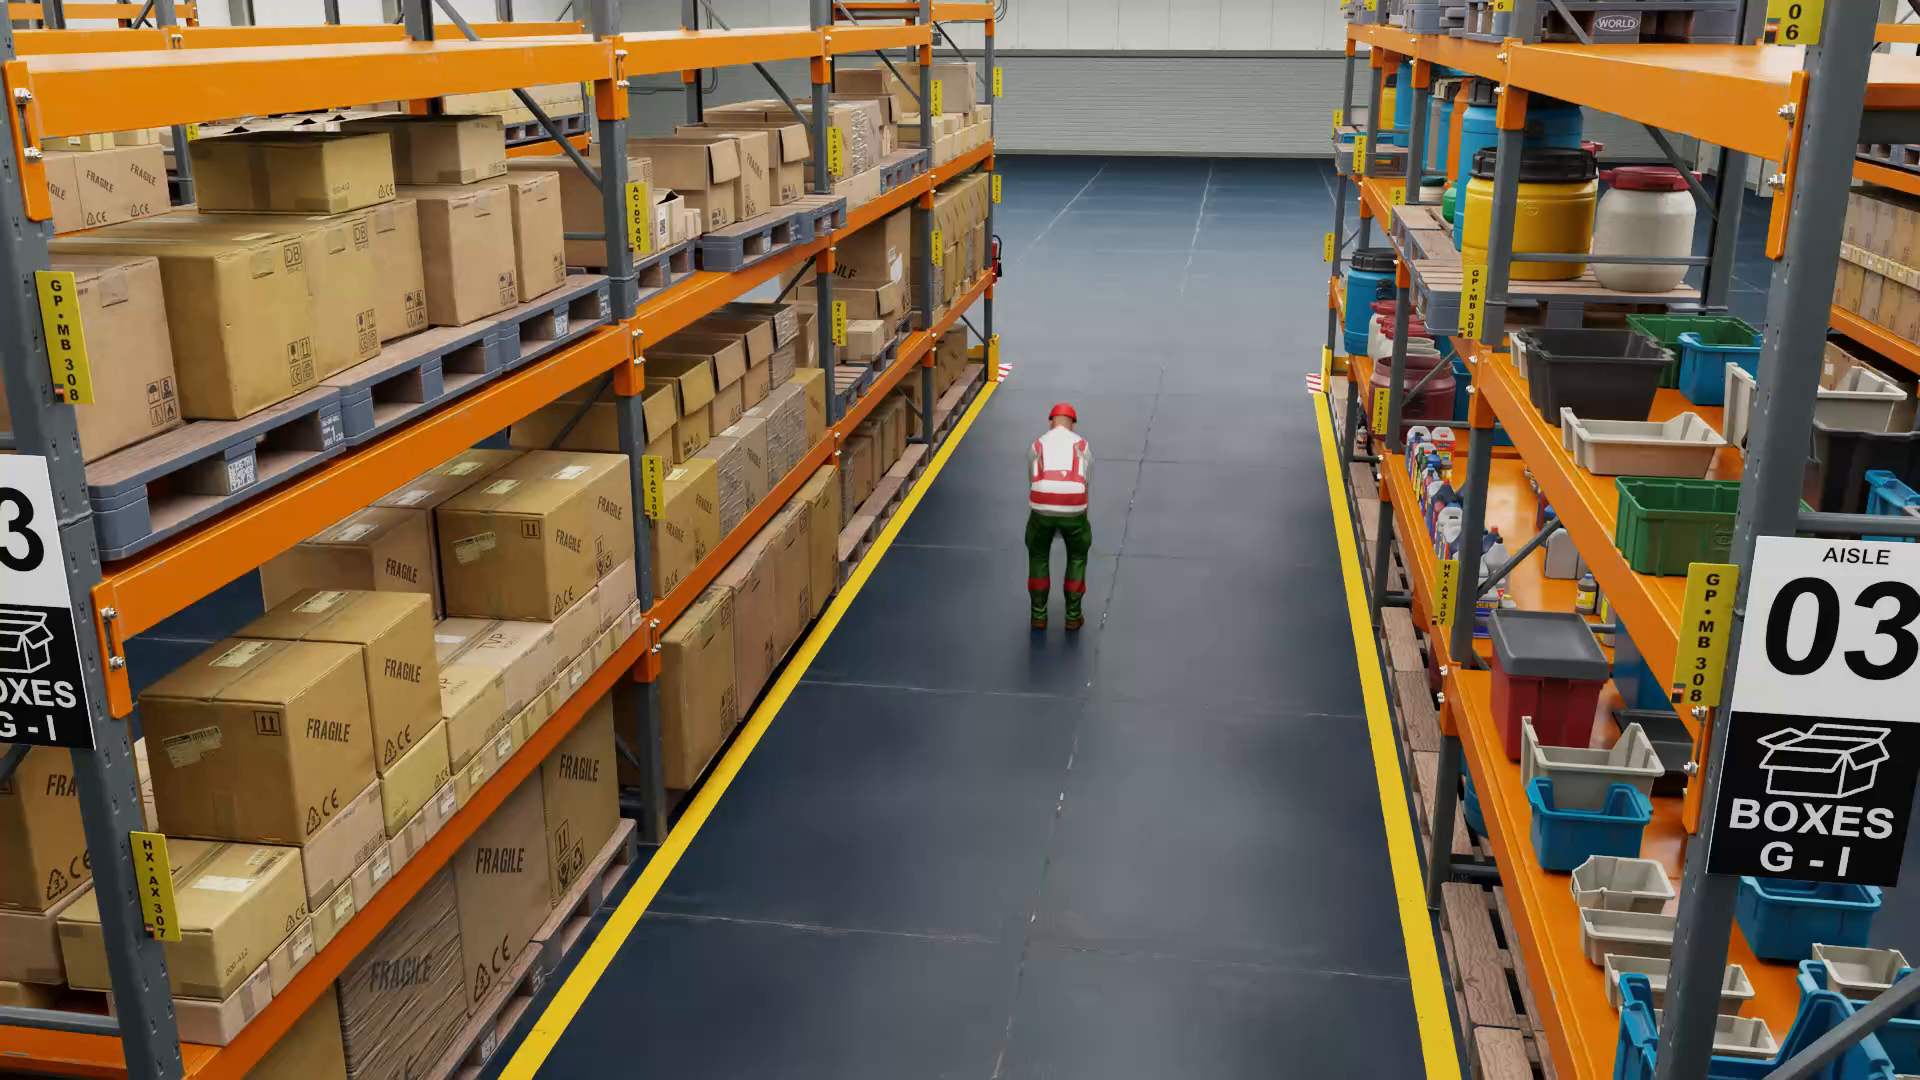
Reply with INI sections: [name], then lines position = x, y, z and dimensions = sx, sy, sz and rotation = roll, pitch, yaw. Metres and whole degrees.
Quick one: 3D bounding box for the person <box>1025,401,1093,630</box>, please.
[person]
position = 0.720, -0.185, 11.997
dimensions = 0.485, 1.541, 0.819
rotation = 2, 18, 8
